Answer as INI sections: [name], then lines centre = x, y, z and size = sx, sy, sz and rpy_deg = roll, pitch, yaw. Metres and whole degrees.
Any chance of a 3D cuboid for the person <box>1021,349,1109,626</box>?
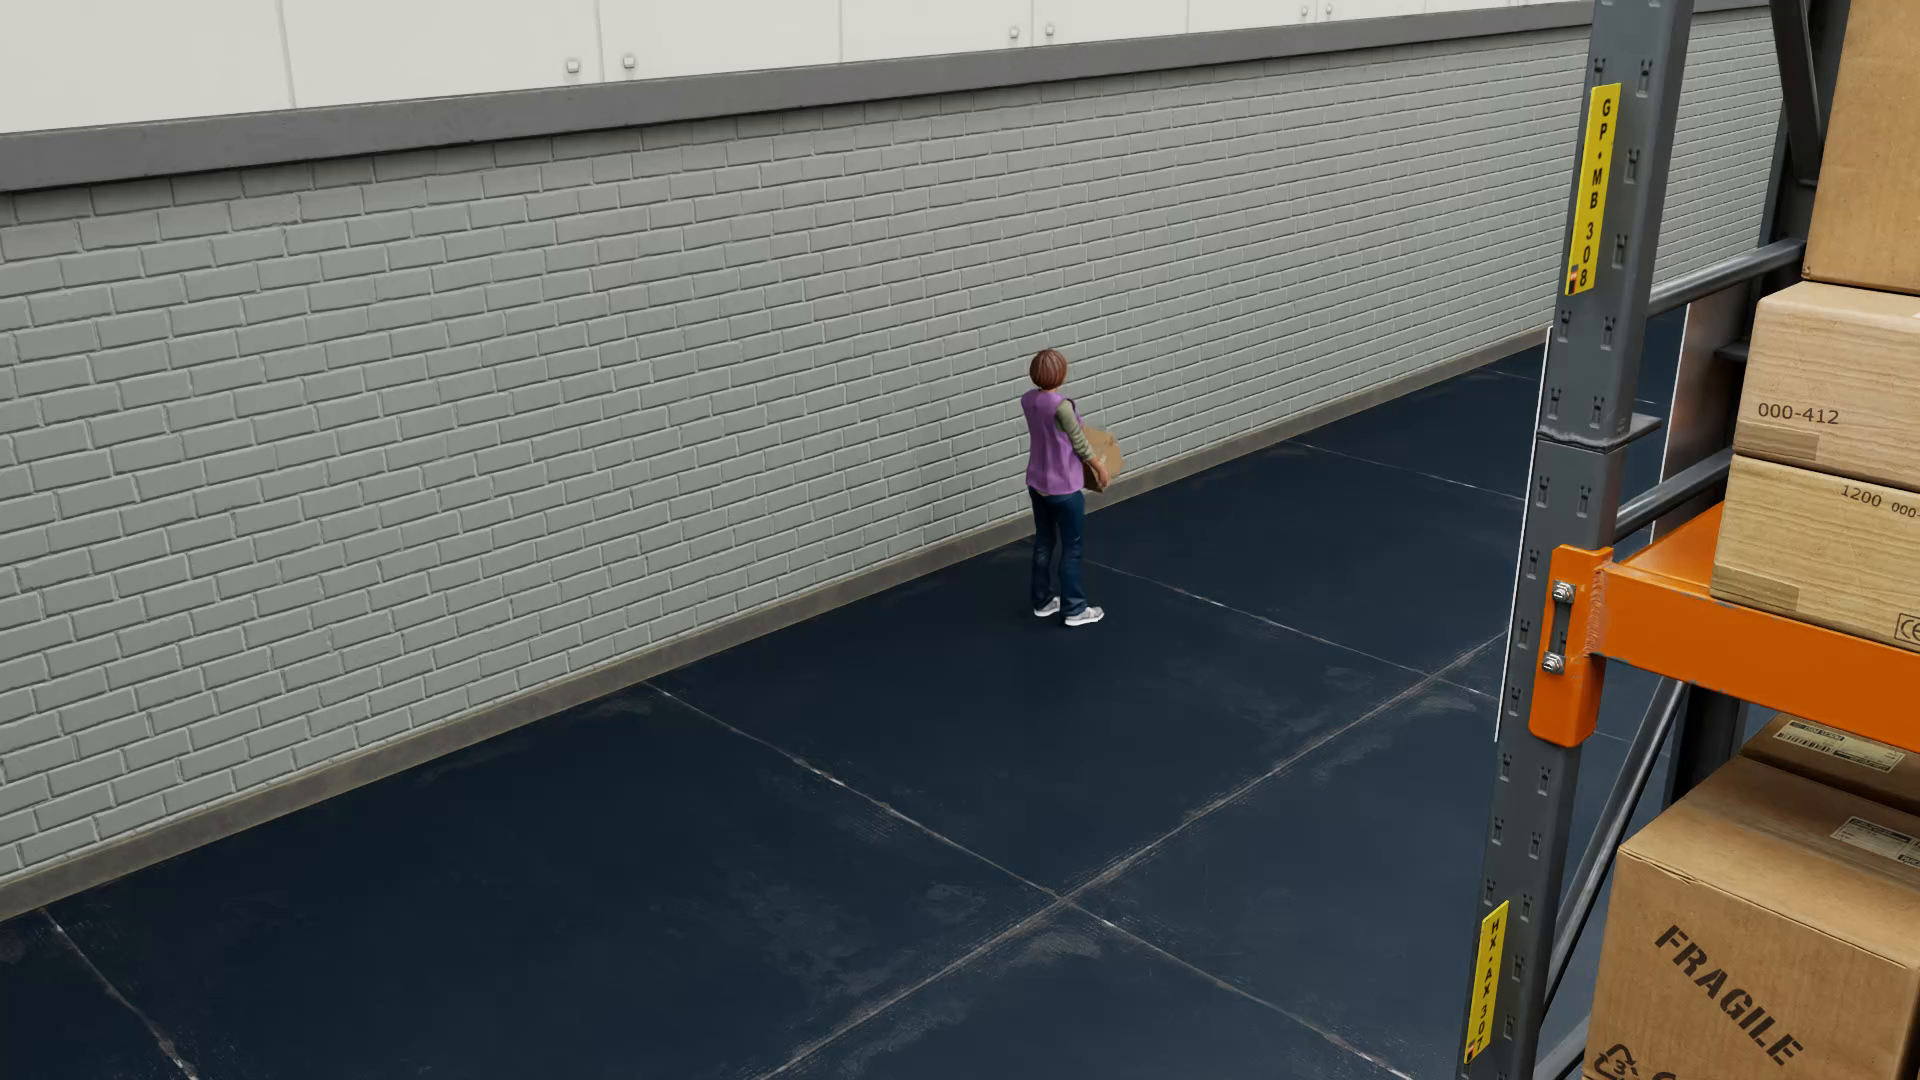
[person]
centre = 0.589, -0.270, 9.419
size = 0.461, 1.511, 0.425
rpy_deg = -14, 25, -33
